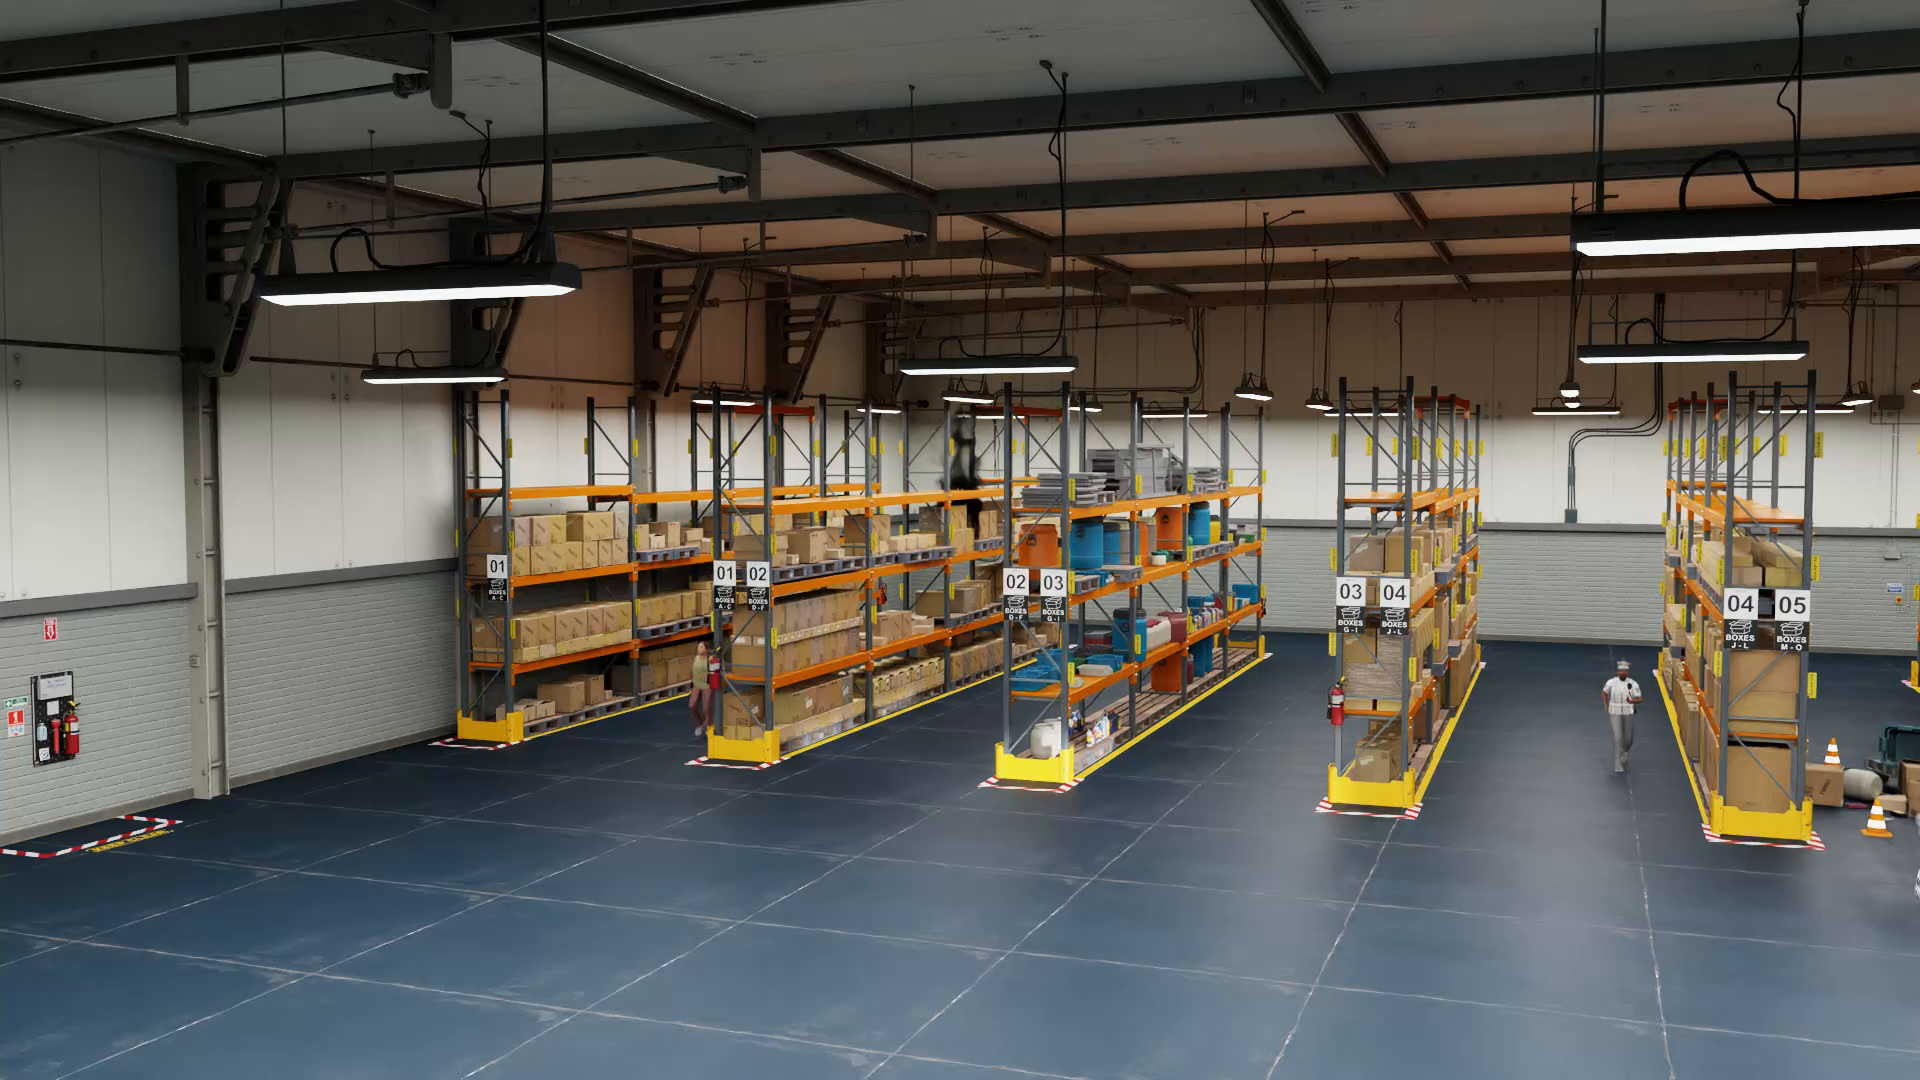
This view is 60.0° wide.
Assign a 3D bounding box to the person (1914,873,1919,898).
[{"bbox_3d":[10.658,3.130,17.884,0.620,1.785,0.829,-1,3,-20],"label":"person"}]

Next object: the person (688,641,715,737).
[{"bbox_3d":[-4.428,2.581,28.838,0.614,1.669,0.593,1,3,23],"label":"person"}]

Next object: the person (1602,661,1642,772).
[{"bbox_3d":[10.310,2.715,25.905,0.581,1.676,0.911,1,3,18],"label":"person"}]
